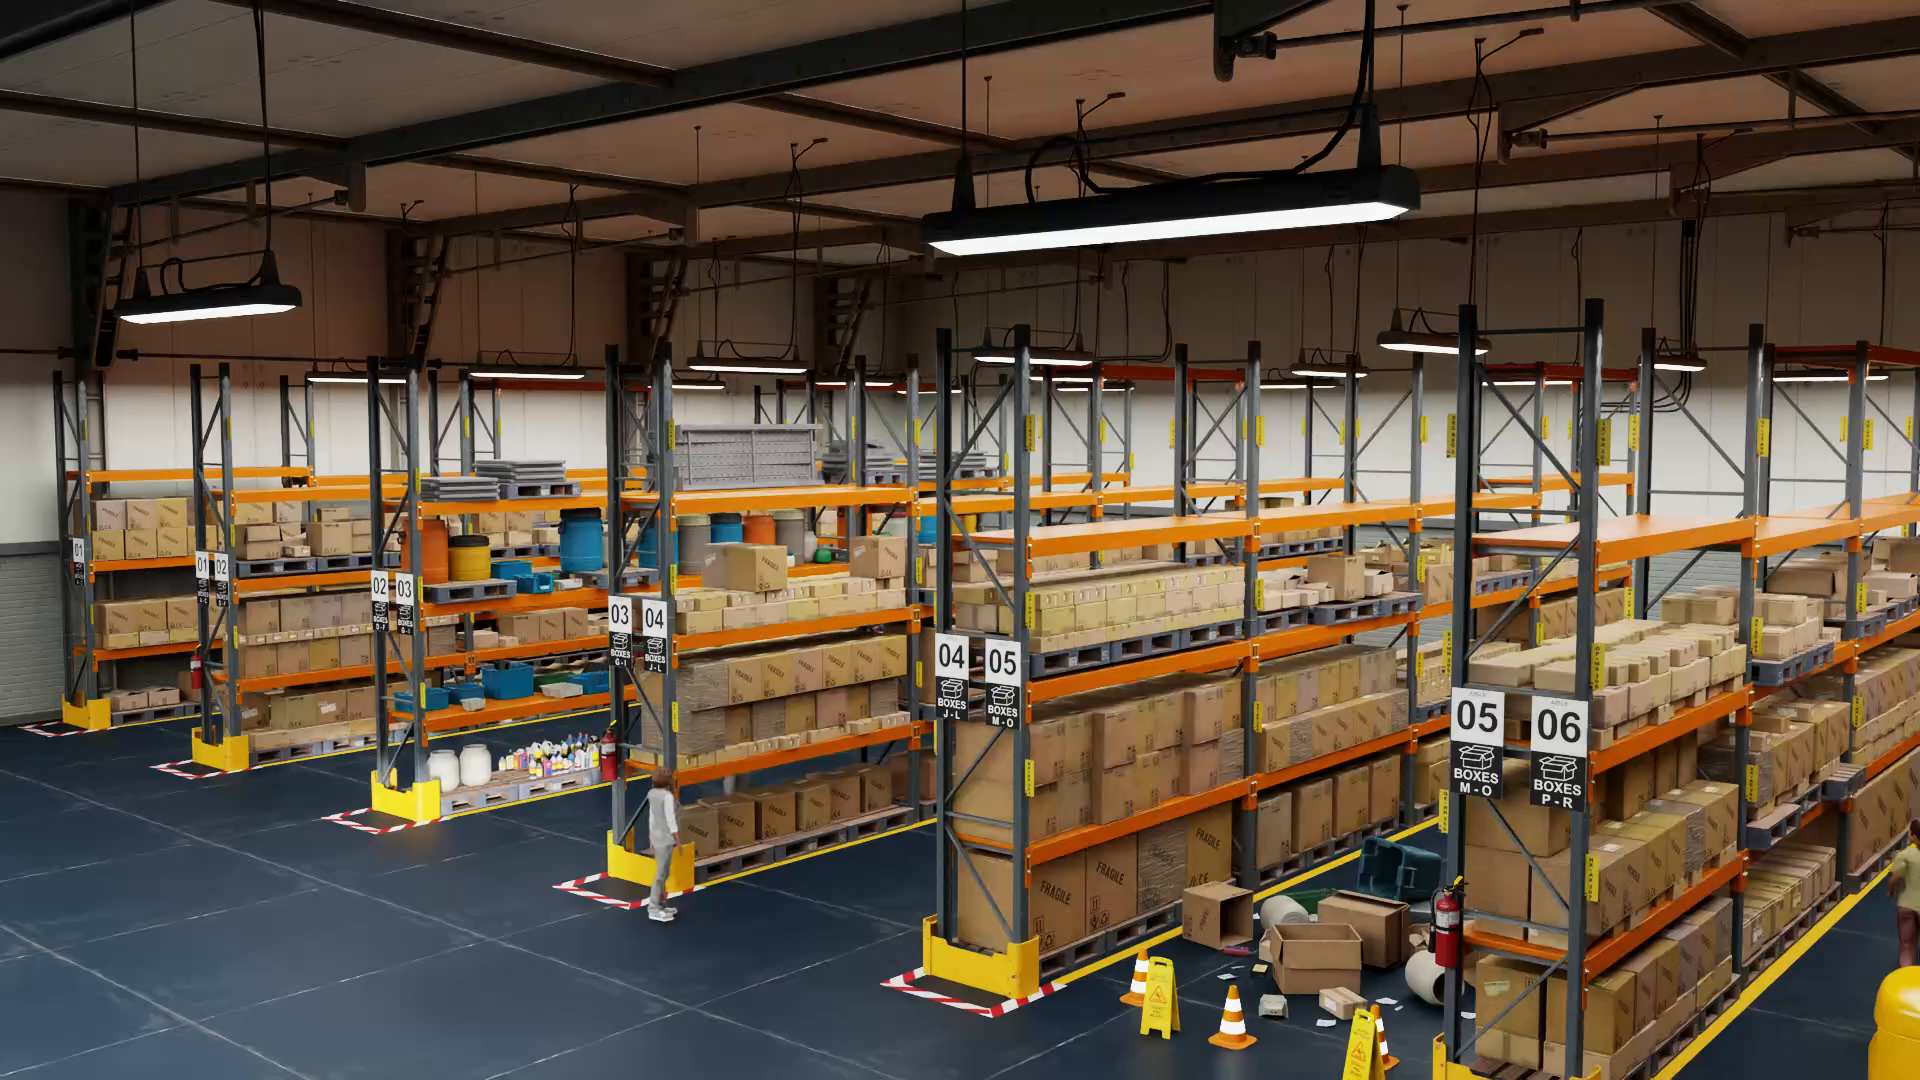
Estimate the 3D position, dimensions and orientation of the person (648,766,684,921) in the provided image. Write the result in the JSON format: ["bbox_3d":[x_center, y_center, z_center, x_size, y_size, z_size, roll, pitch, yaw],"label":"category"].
[{"bbox_3d":[-3.043,3.123,17.138,0.351,1.598,0.444,-1,4,-19],"label":"person"}]

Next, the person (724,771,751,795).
[{"bbox_3d":[-2.941,2.753,21.987,0.360,1.720,0.580,3,5,38],"label":"person"}]

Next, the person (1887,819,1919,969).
[{"bbox_3d":[8.464,3.308,14.674,0.628,1.684,0.619,-4,6,-45],"label":"person"}]
